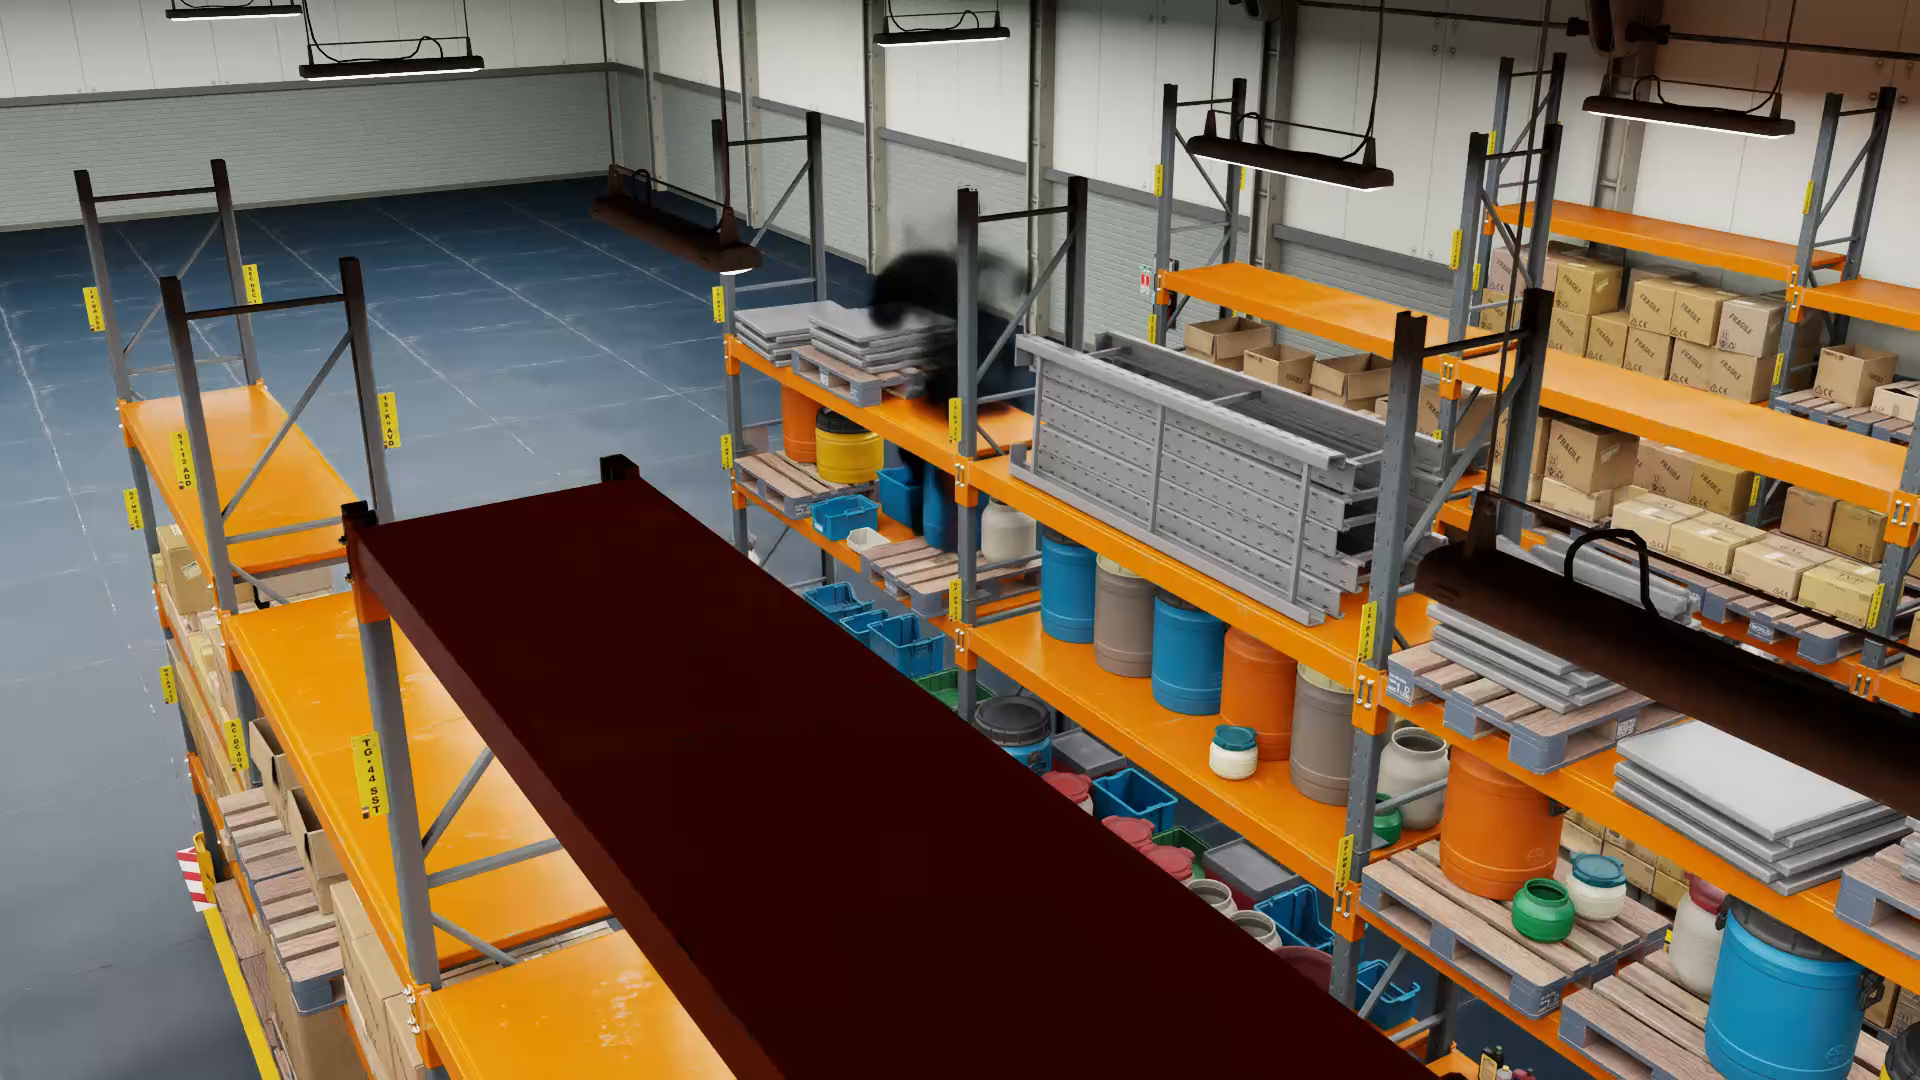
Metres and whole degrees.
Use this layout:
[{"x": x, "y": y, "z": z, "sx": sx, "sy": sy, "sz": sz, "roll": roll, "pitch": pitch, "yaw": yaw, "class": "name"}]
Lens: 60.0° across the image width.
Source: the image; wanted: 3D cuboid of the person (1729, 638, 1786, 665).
[{"x": 7.345, "y": 1.355, "z": 15.660, "sx": 0.639, "sy": 1.794, "sz": 0.707, "roll": -19, "pitch": 29, "yaw": -39, "class": "person"}]

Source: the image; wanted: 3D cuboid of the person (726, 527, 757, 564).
[{"x": -2.257, "y": 0.632, "z": 17.627, "sx": 0.549, "sy": 1.659, "sz": 0.640, "roll": 1, "pitch": 22, "yaw": 2, "class": "person"}]
